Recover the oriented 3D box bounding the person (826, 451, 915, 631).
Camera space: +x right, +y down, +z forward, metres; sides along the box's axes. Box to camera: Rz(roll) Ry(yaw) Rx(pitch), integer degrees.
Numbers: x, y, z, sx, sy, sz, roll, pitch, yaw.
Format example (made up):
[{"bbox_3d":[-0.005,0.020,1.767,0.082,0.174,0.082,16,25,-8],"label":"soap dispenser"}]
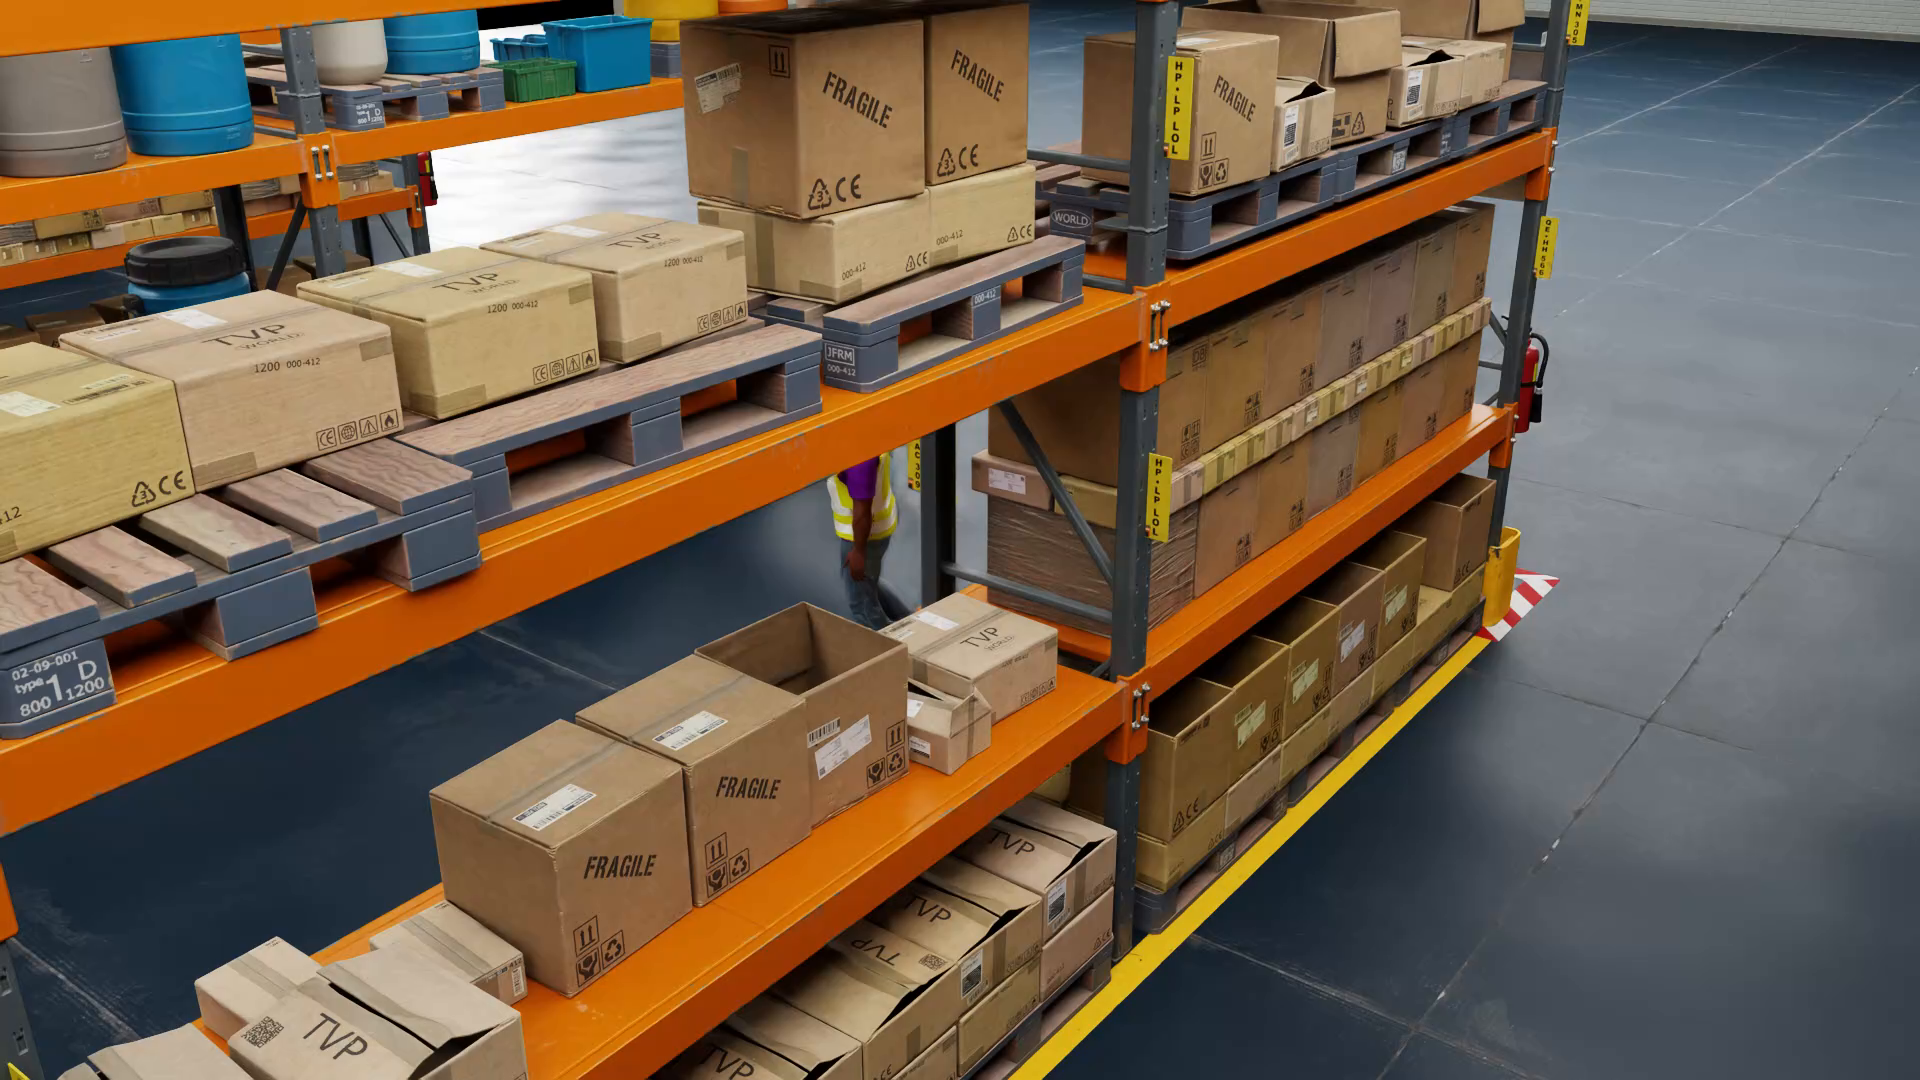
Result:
[{"bbox_3d":[-0.424,-0.060,8.671,0.565,1.764,0.608,2,23,4],"label":"person"}]
